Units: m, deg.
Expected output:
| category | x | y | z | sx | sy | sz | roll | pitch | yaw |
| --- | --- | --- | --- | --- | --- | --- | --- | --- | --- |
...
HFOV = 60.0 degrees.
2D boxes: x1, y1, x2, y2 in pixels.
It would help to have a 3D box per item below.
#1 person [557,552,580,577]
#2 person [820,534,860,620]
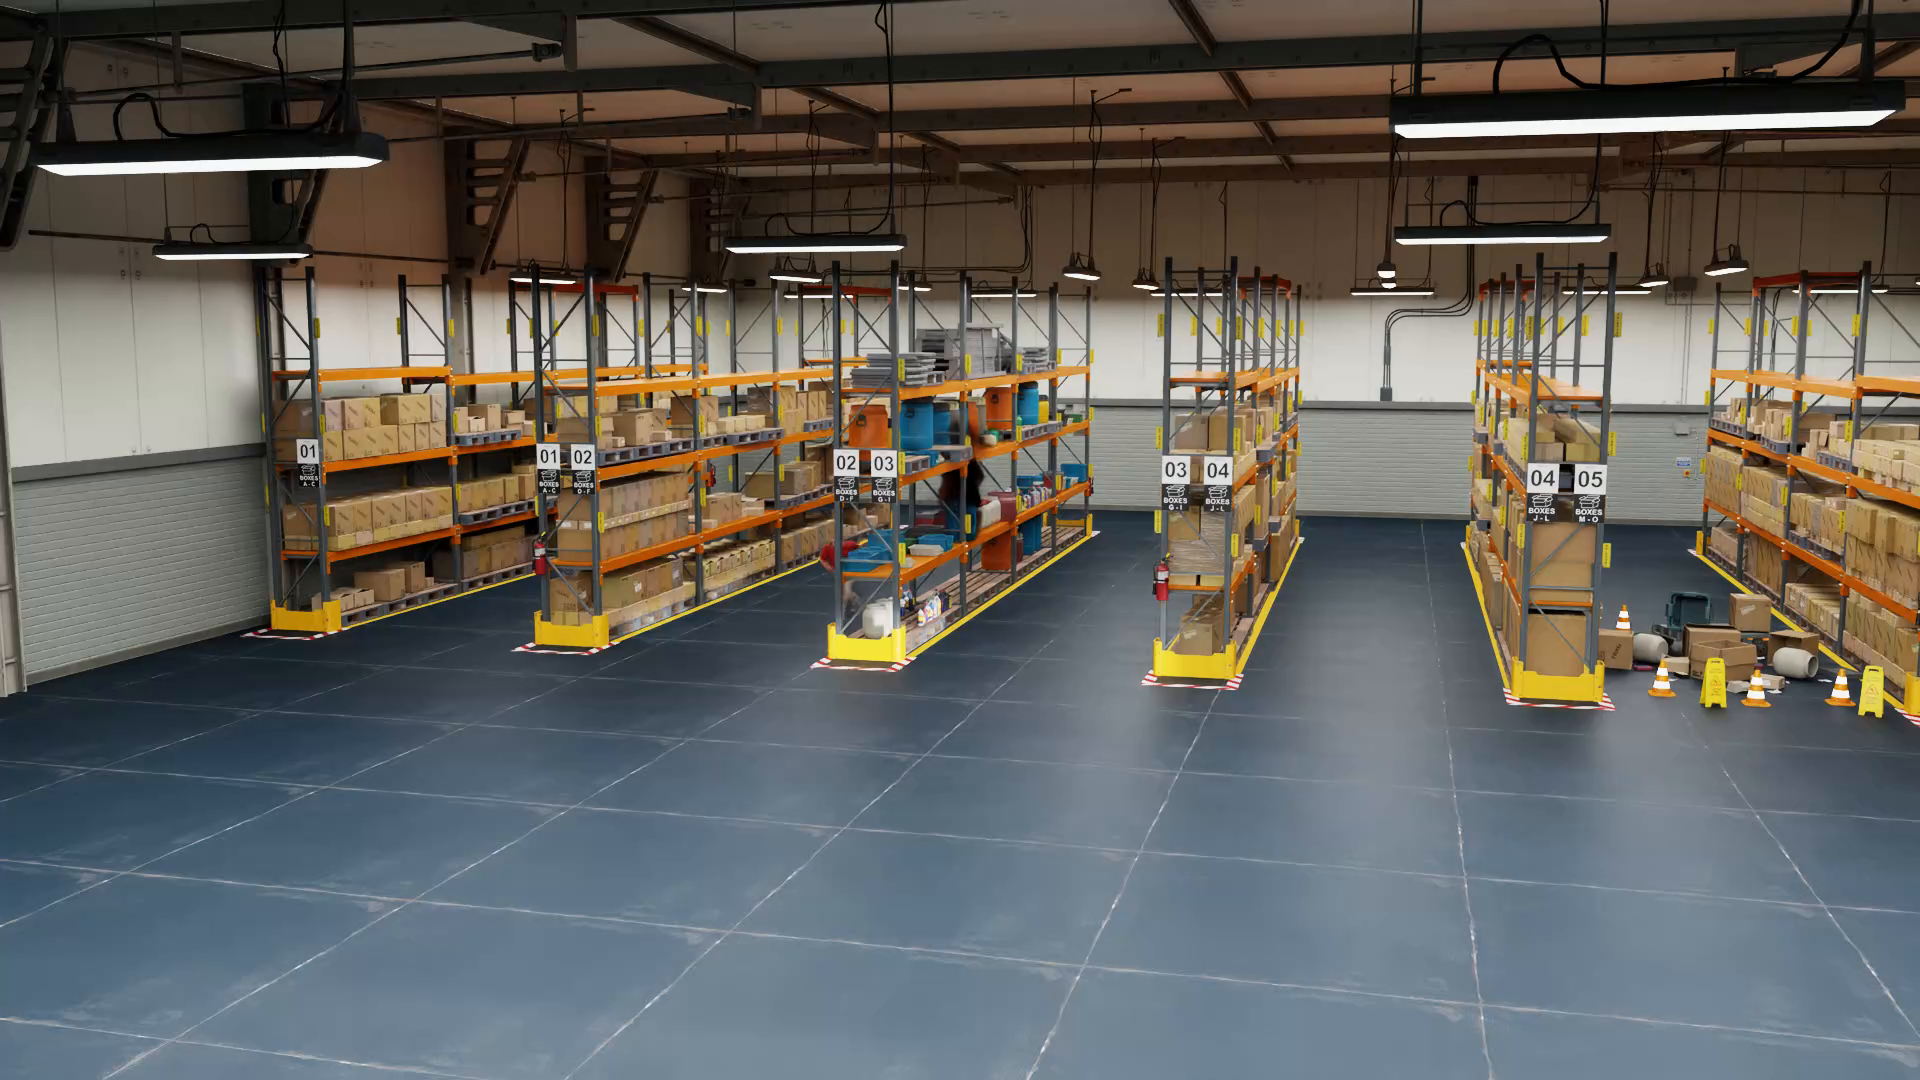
| category | x | y | z | sx | sy | sz | roll | pitch | yaw |
| --- | --- | --- | --- | --- | --- | --- | --- | --- | --- |
| person | -7.794 | -0.023 | 33.125 | 0.587 | 1.730 | 0.721 | 1 | 7 | 10 |
| person | -2.039 | 0.602 | 29.033 | 0.650 | 1.526 | 1.143 | 2 | 7 | 13 |
